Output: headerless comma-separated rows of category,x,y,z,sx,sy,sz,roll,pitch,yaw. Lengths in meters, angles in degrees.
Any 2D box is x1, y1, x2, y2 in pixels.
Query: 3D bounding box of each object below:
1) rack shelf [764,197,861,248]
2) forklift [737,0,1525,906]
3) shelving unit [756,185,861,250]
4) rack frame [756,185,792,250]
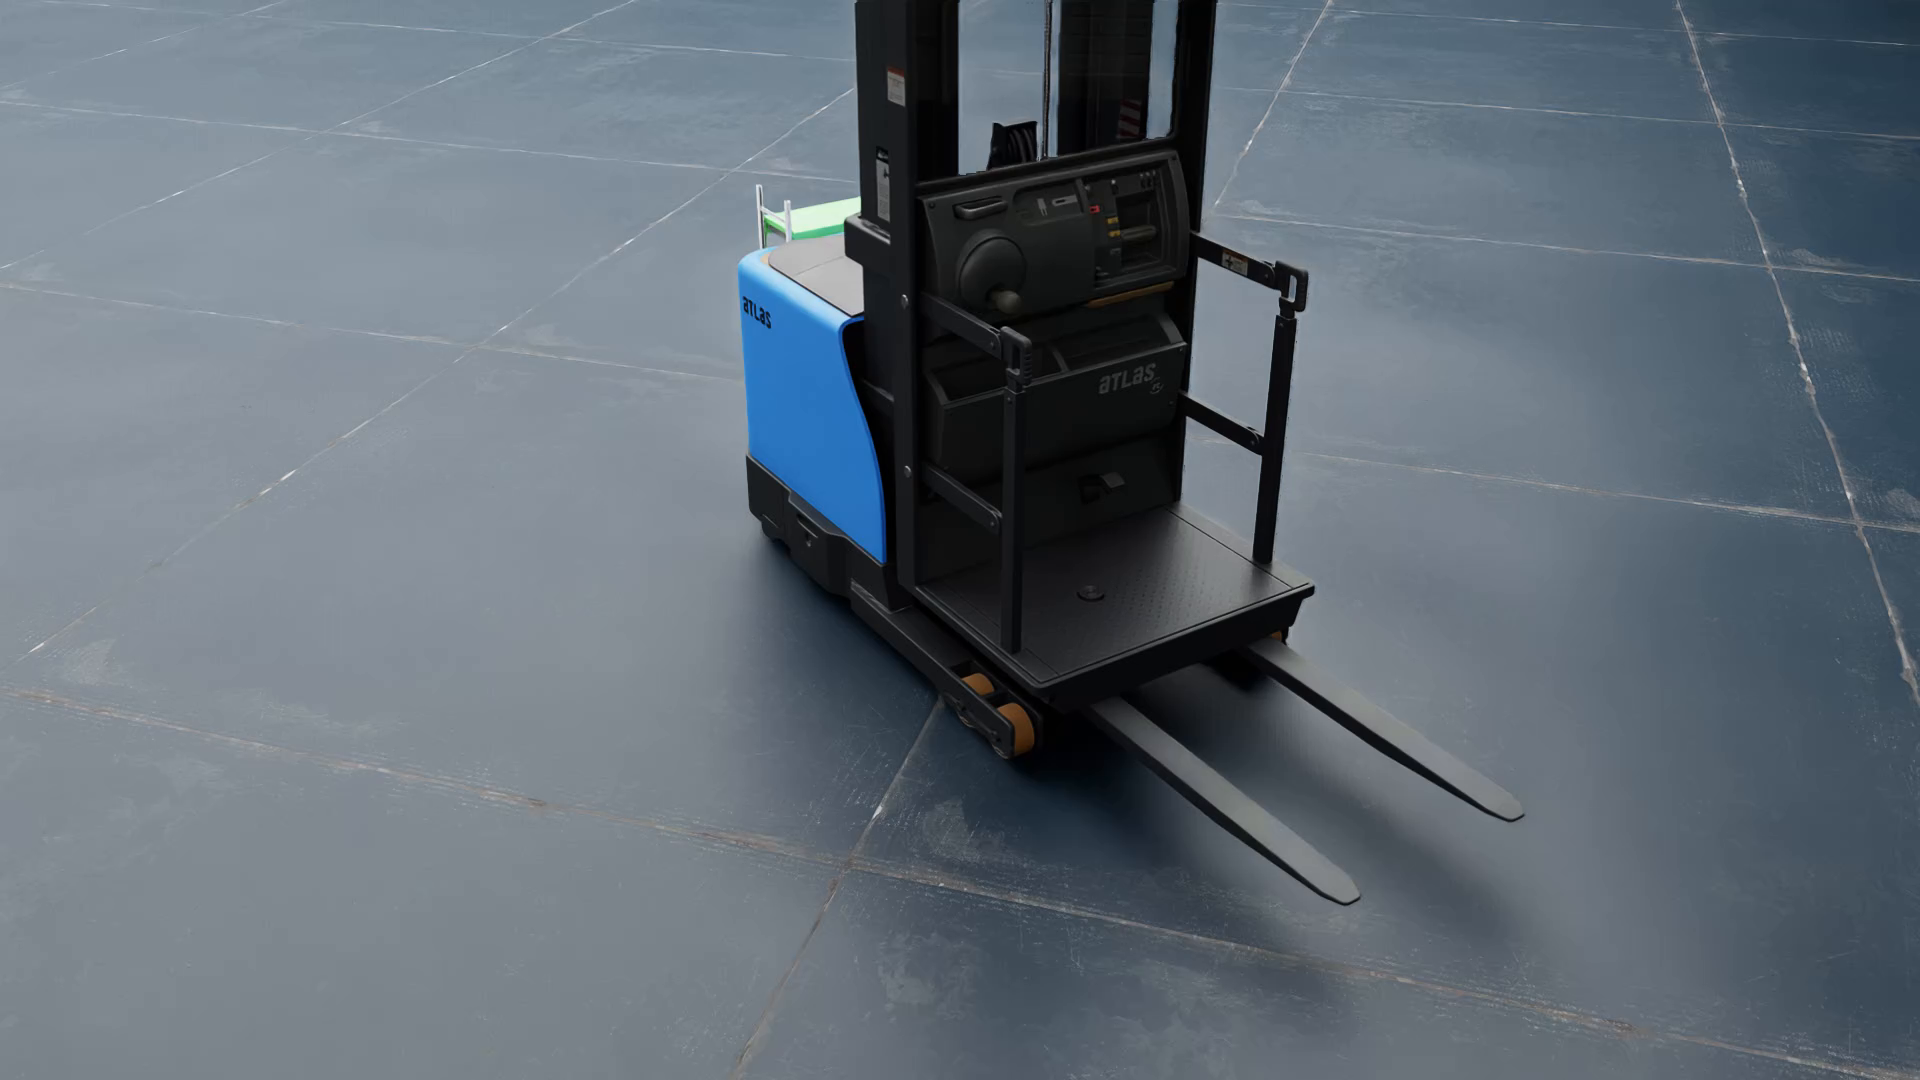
rack shelf,-0.477,-1.165,6.255,0.480,0.148,0.258,-18,34,-29
forklift,0.420,-0.880,4.817,1.130,2.935,3.031,-17,34,-28
shelving unit,-0.477,-0.802,6.457,0.503,1.200,0.258,-18,34,-29
rack frame,-0.681,-0.736,6.340,0.015,1.200,0.240,-18,34,-29
